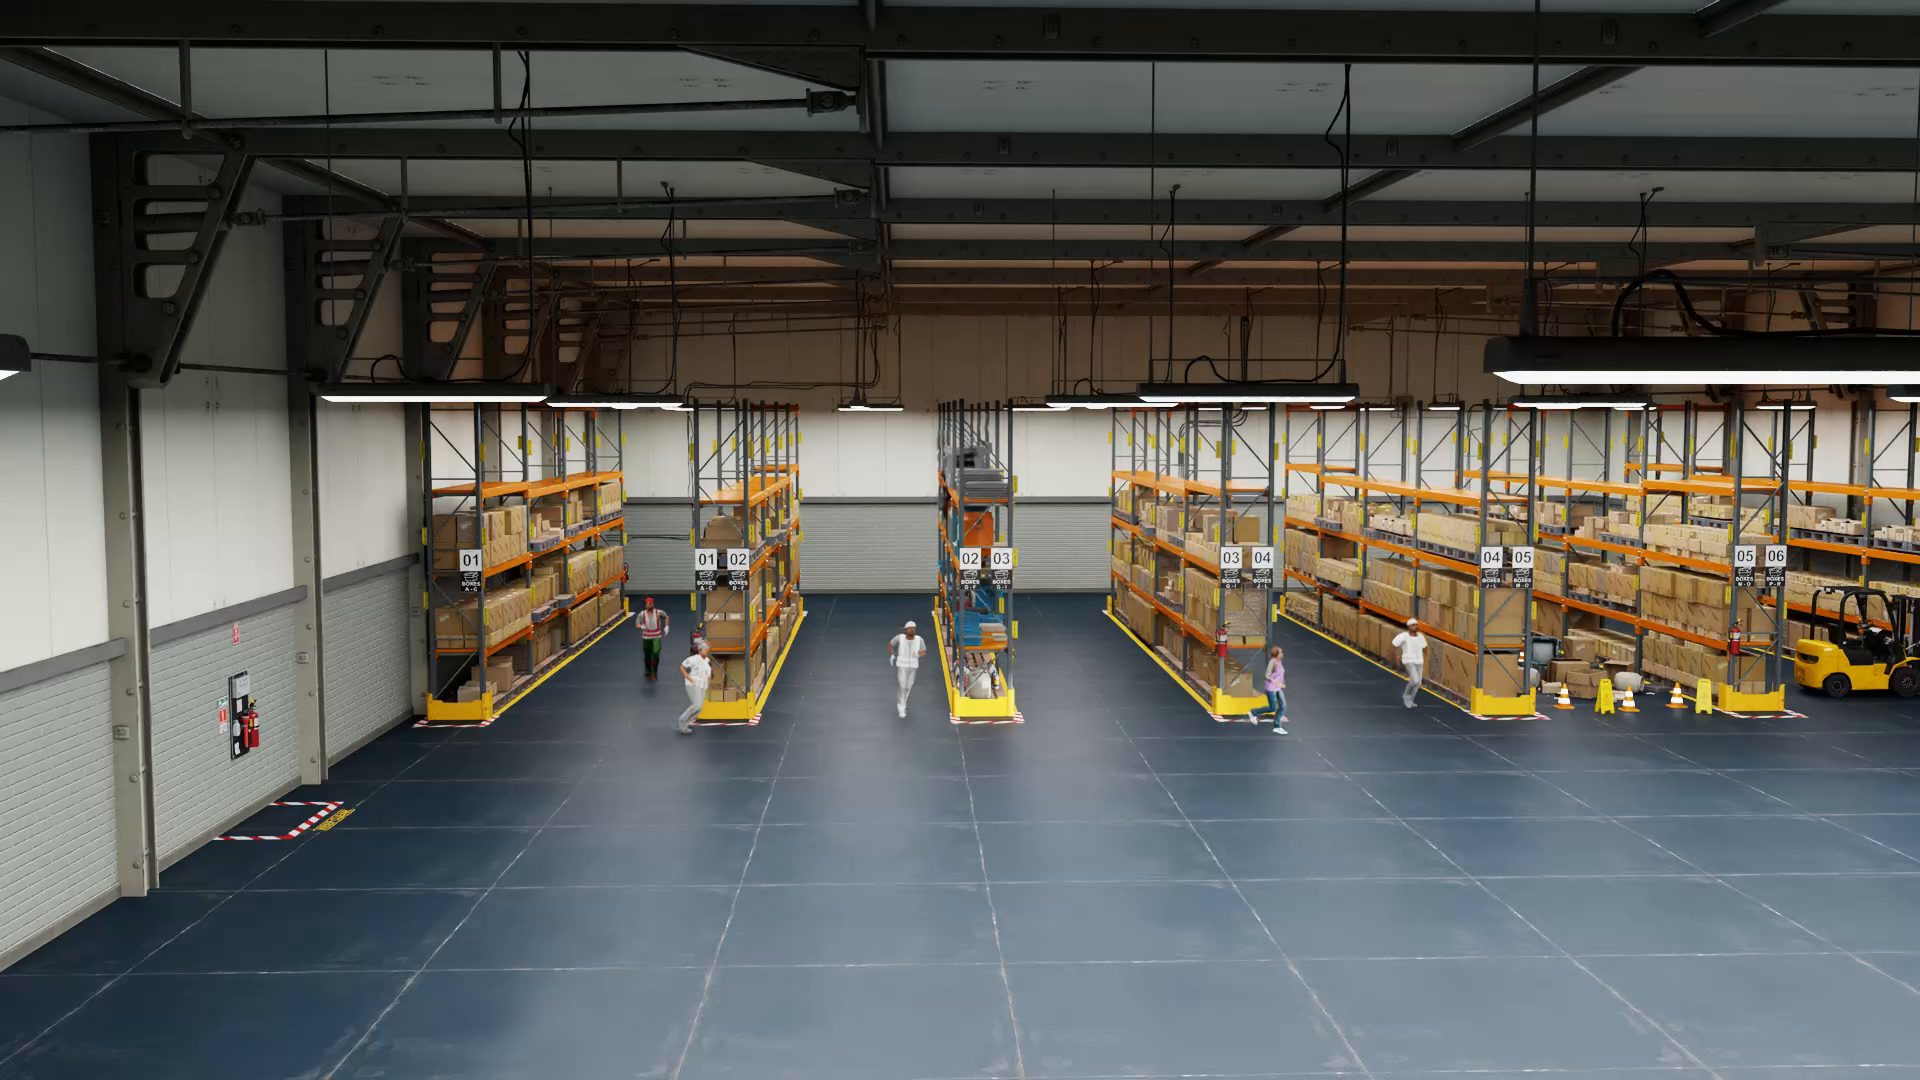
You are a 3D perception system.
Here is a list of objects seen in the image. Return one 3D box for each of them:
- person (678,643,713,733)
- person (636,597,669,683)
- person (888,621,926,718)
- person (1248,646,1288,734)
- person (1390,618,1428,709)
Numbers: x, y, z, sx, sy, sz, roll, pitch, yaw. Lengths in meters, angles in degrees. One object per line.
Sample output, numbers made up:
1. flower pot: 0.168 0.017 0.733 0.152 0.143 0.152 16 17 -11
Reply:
1. person: -4.723 2.650 29.884 0.539 1.588 0.684 3 5 33
2. person: -6.596 2.127 35.637 0.674 1.815 0.904 0 4 -5
3. person: -1.000 2.452 31.707 0.679 1.837 0.766 -1 5 -16
4. person: 5.565 2.683 29.861 0.756 1.574 0.526 3 5 35
5. person: 8.796 2.402 32.282 0.678 1.742 0.638 -1 5 -19
